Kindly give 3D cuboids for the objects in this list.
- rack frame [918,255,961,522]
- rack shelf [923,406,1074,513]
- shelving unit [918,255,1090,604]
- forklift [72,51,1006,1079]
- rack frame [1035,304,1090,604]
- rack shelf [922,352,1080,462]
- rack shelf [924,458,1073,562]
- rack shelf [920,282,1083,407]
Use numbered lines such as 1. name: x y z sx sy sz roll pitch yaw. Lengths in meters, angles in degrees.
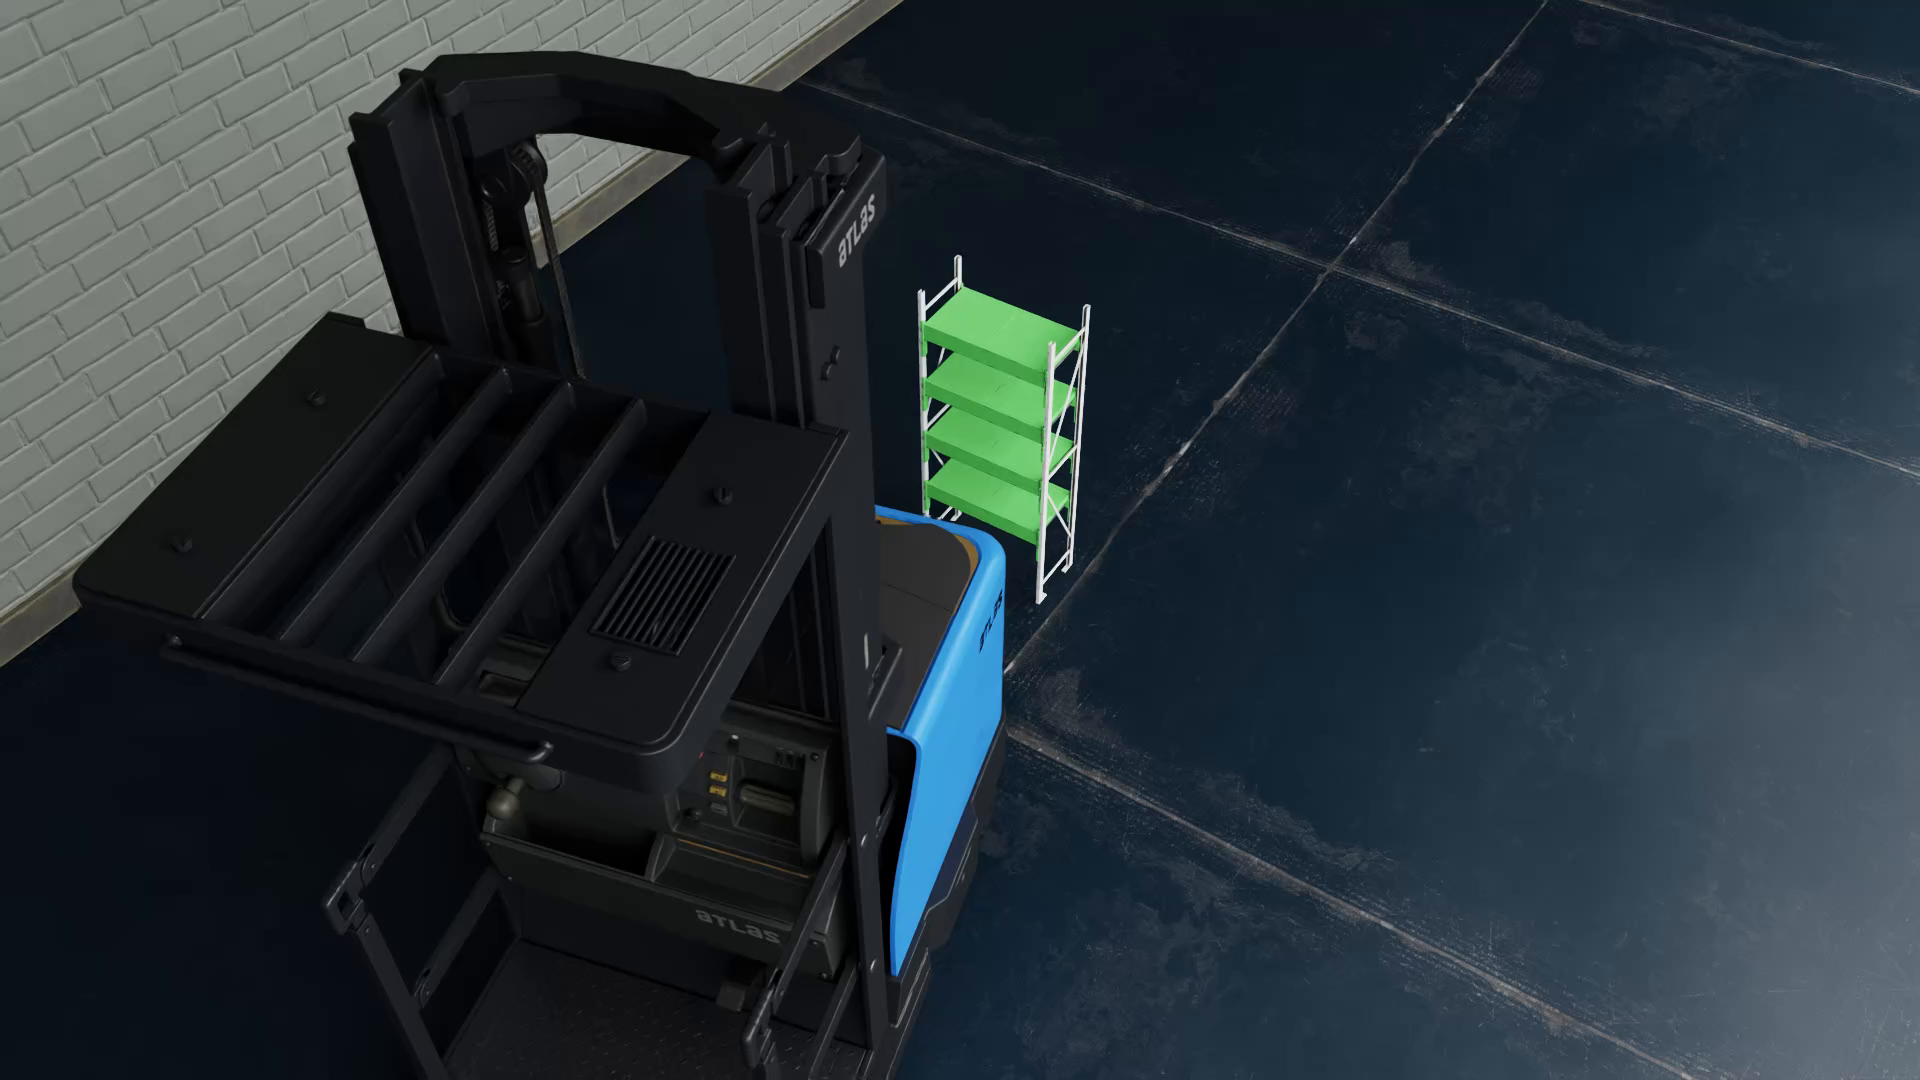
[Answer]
1. rack frame: -0.066 -0.449 5.849 0.015 1.200 0.240 25 51 22
2. rack shelf: 0.139 -0.310 5.803 0.480 0.148 0.258 25 51 22
3. shelving unit: 0.139 -0.354 5.757 0.503 1.200 0.258 25 51 22
4. forklift: -0.805 0.604 3.619 1.130 2.935 3.031 14 47 13
5. rack frame: 0.345 -0.260 5.666 0.015 1.200 0.240 25 51 22
6. rack shelf: 0.139 -0.477 5.631 0.480 0.148 0.258 25 51 22
7. rack shelf: 0.139 -0.142 5.975 0.480 0.148 0.258 25 51 22
8. rack shelf: 0.139 -0.644 5.459 0.480 0.148 0.258 25 51 22
